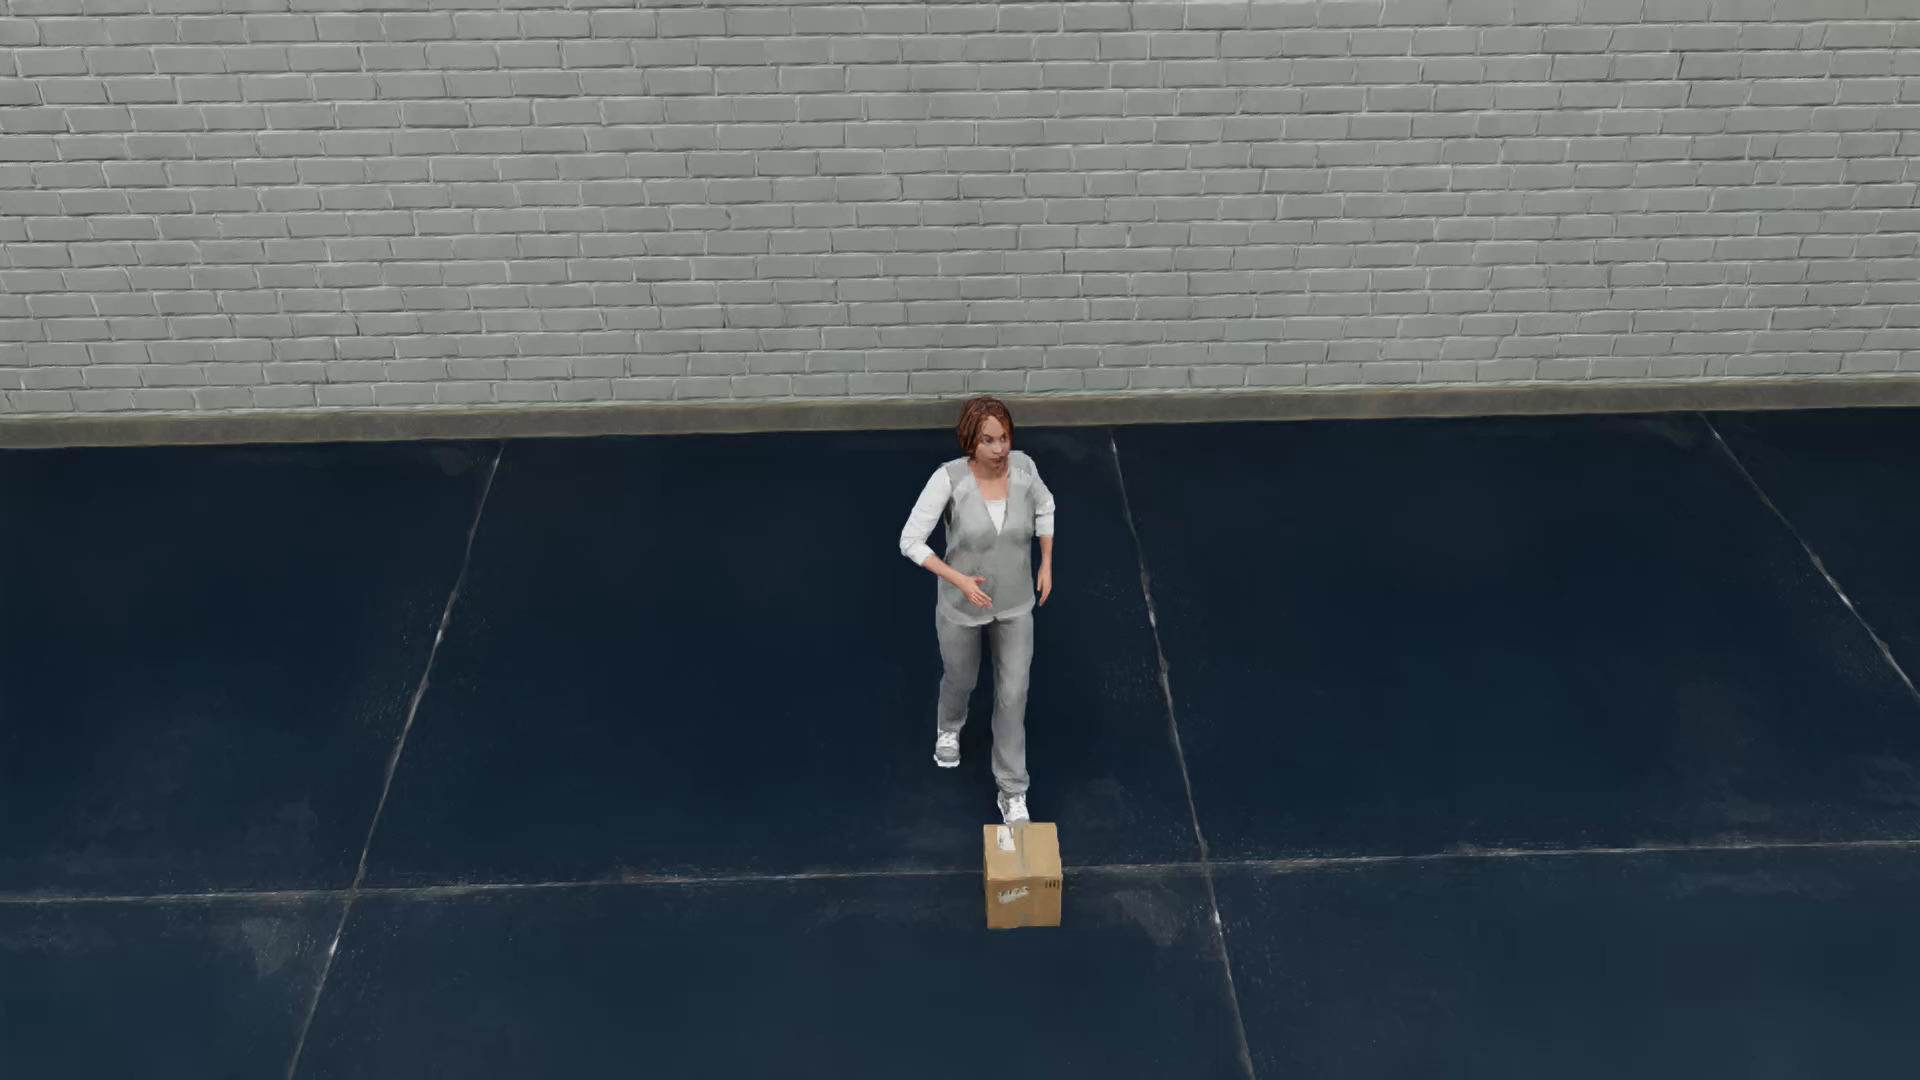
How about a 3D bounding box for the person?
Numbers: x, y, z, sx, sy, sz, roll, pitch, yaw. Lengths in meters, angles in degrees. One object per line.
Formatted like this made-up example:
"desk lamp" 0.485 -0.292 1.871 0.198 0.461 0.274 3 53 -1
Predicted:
"person" 0.113 0.272 5.758 0.586 1.585 0.701 -9 37 -12
